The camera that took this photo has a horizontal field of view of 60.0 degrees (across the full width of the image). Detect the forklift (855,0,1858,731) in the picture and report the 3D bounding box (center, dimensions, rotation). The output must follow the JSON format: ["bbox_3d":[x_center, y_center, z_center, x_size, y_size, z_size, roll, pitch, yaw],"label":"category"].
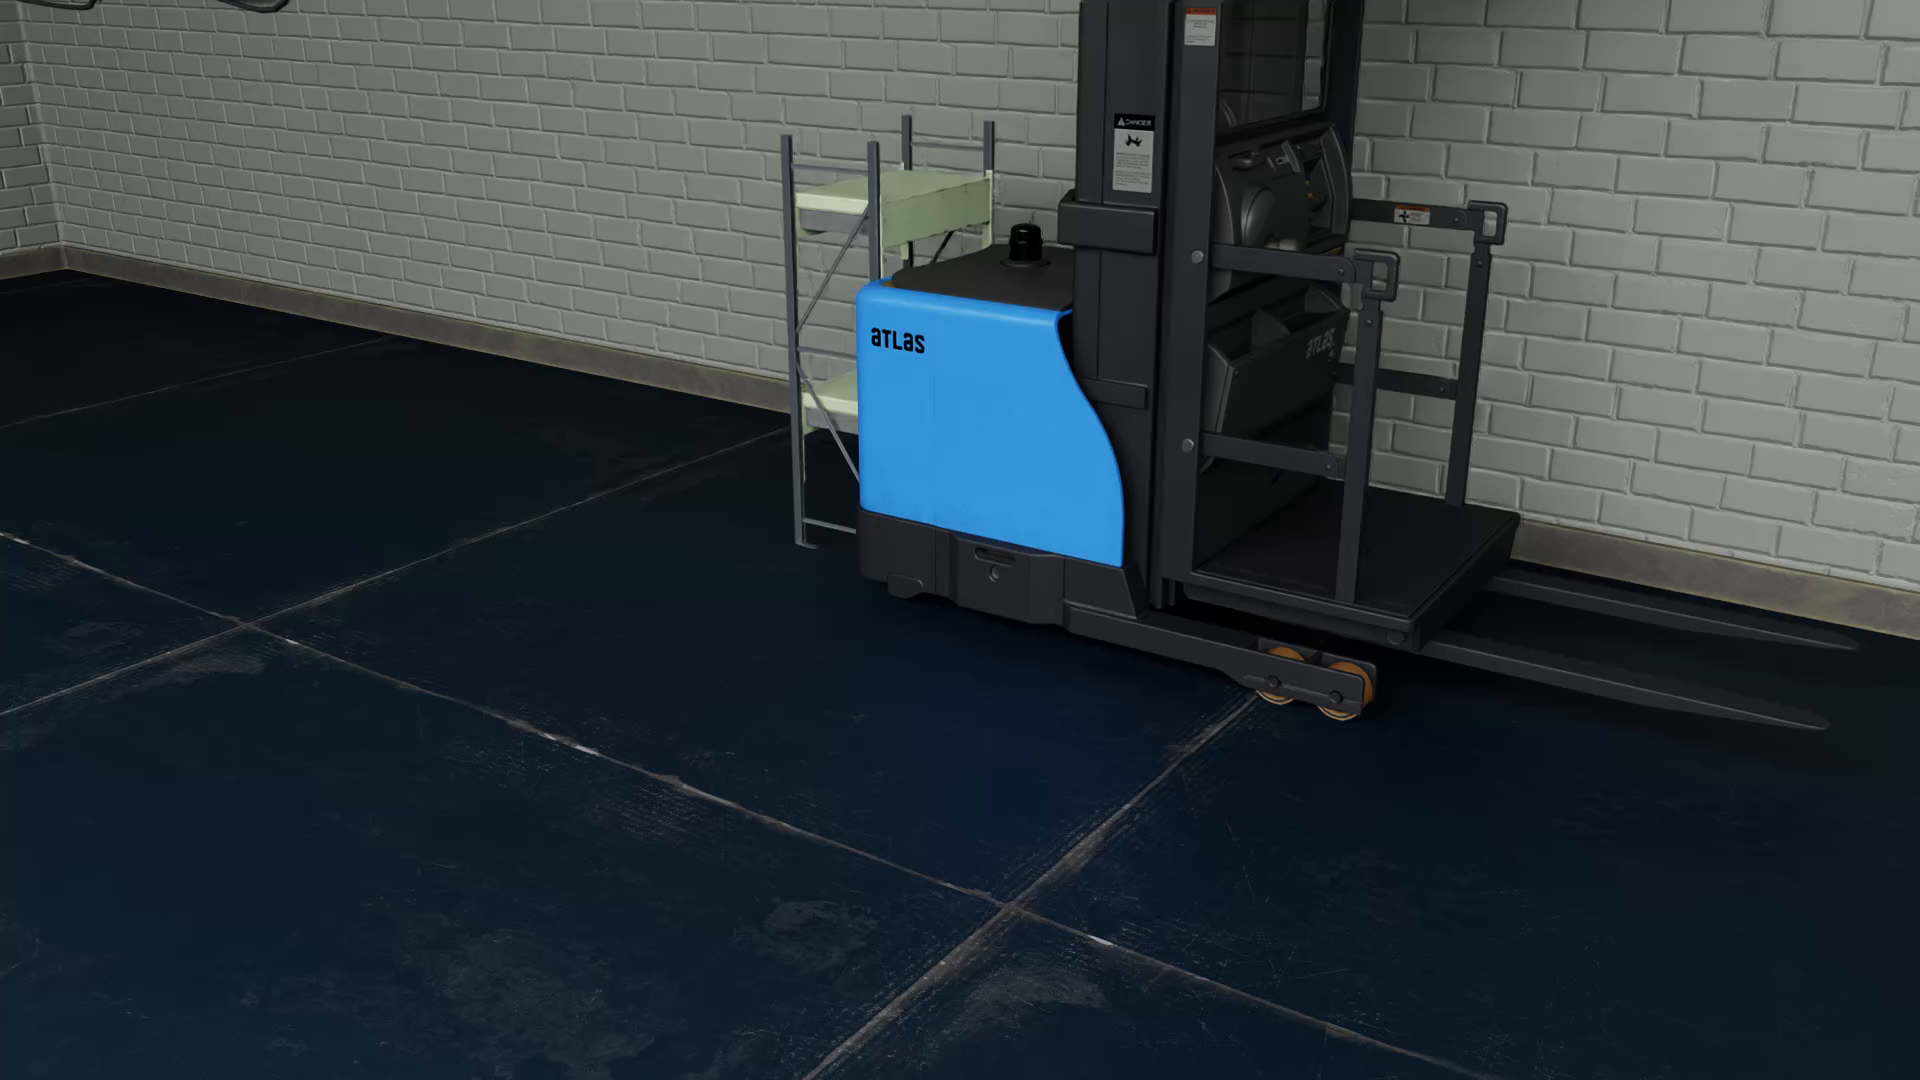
[{"bbox_3d":[1.155,-1.059,4.904,3.031,2.935,1.130,13,24,31],"label":"forklift"}]

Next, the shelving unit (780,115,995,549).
[{"bbox_3d":[-0.244,-0.758,6.153,0.431,1.500,0.755,13,24,30],"label":"shelving unit"}]

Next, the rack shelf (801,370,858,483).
[{"bbox_3d":[-0.244,-0.452,6.266,0.431,0.370,0.720,13,24,30],"label":"rack shelf"}]

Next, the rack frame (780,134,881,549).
[{"bbox_3d":[-0.441,-0.651,5.864,0.400,1.500,0.023,13,24,30],"label":"rack frame"}]

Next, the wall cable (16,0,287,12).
[{"bbox_3d":[-4.840,-4.302,9.401,3.097,2.526,0.112,13,24,32],"label":"wall cable"}]

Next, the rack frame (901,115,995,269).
[{"bbox_3d":[-0.047,-0.865,6.442,0.400,1.500,0.023,13,24,30],"label":"rack frame"}]

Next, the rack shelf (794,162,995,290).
[{"bbox_3d":[-0.244,-1.124,6.017,0.431,0.370,0.720,13,24,30],"label":"rack shelf"}]
